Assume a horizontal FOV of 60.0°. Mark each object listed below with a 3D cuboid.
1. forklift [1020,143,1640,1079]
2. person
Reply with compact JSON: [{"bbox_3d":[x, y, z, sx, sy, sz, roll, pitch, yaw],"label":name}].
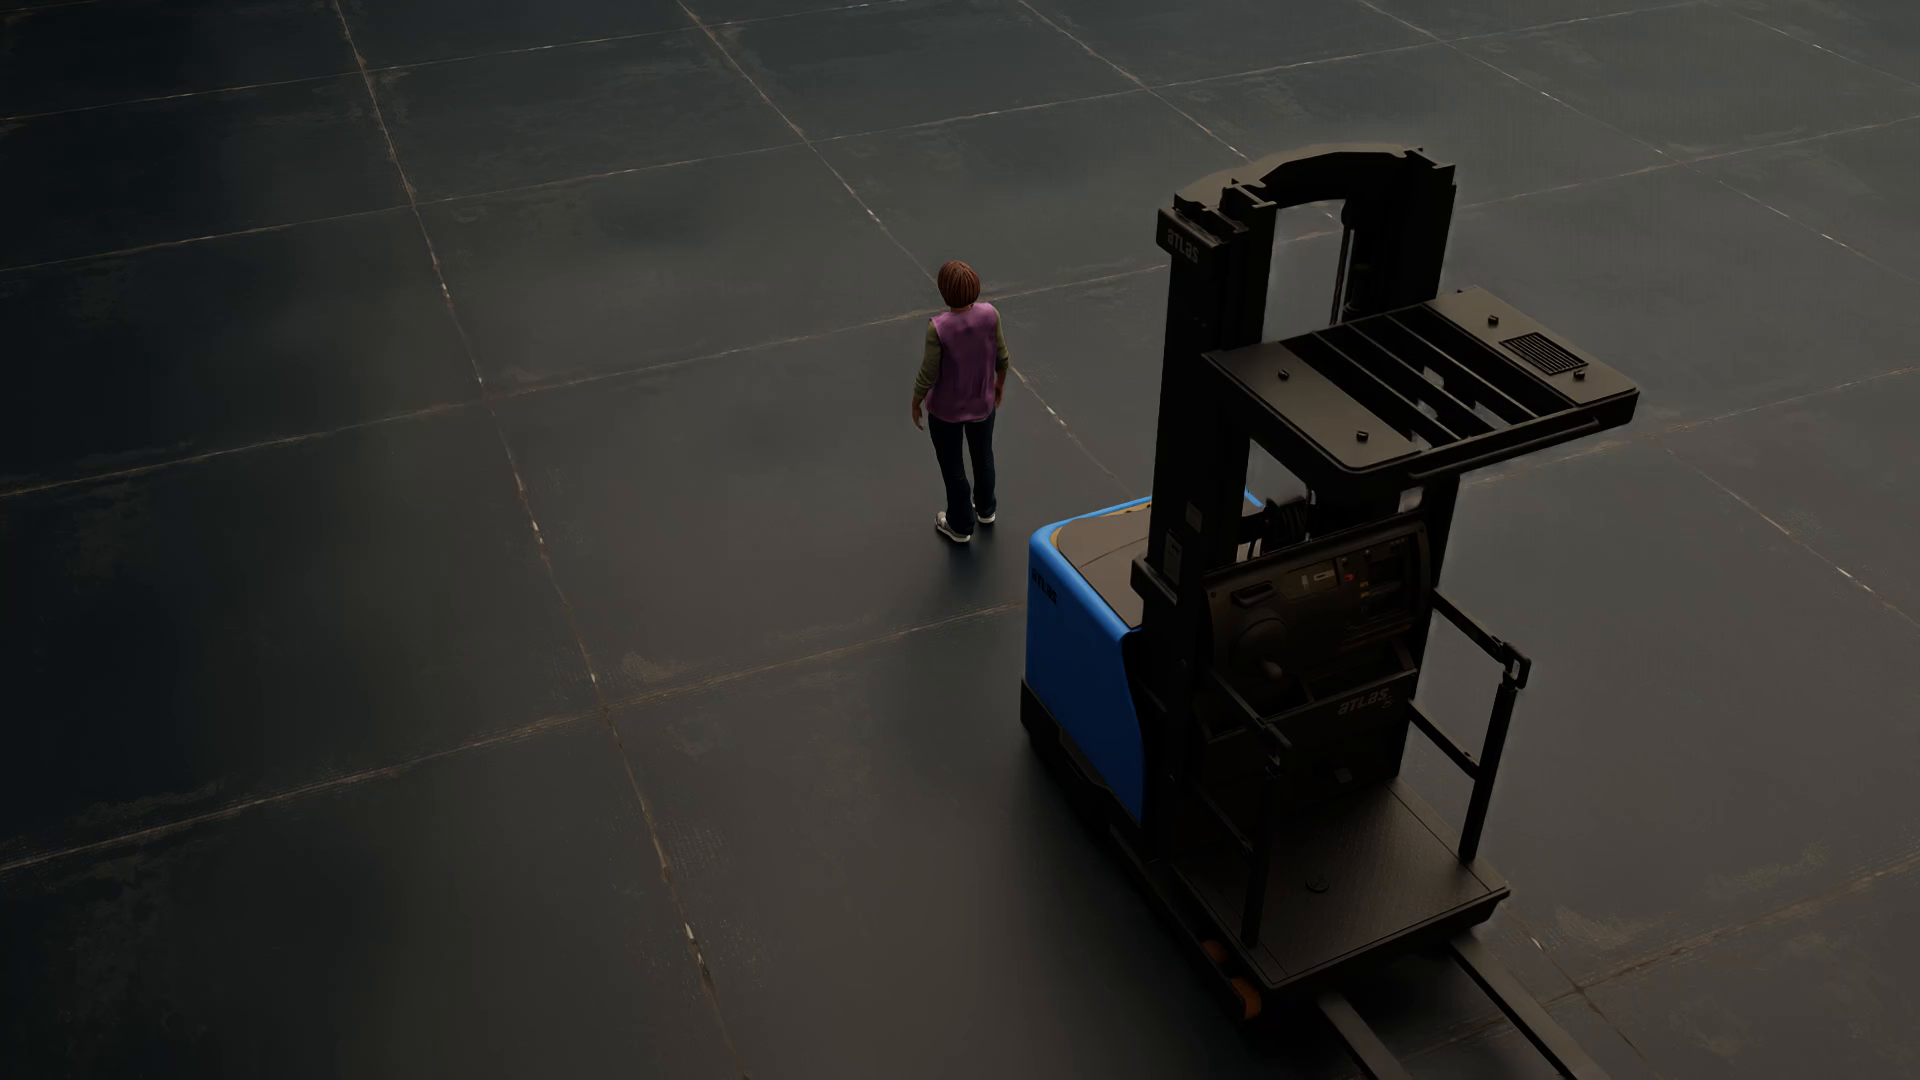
[{"bbox_3d":[1.364,0.283,5.700,1.130,2.935,3.031,-16,38,-21],"label":"forklift"},{"bbox_3d":[-0.016,-0.697,8.223,0.520,1.592,0.473,-14,38,-19],"label":"person"}]
